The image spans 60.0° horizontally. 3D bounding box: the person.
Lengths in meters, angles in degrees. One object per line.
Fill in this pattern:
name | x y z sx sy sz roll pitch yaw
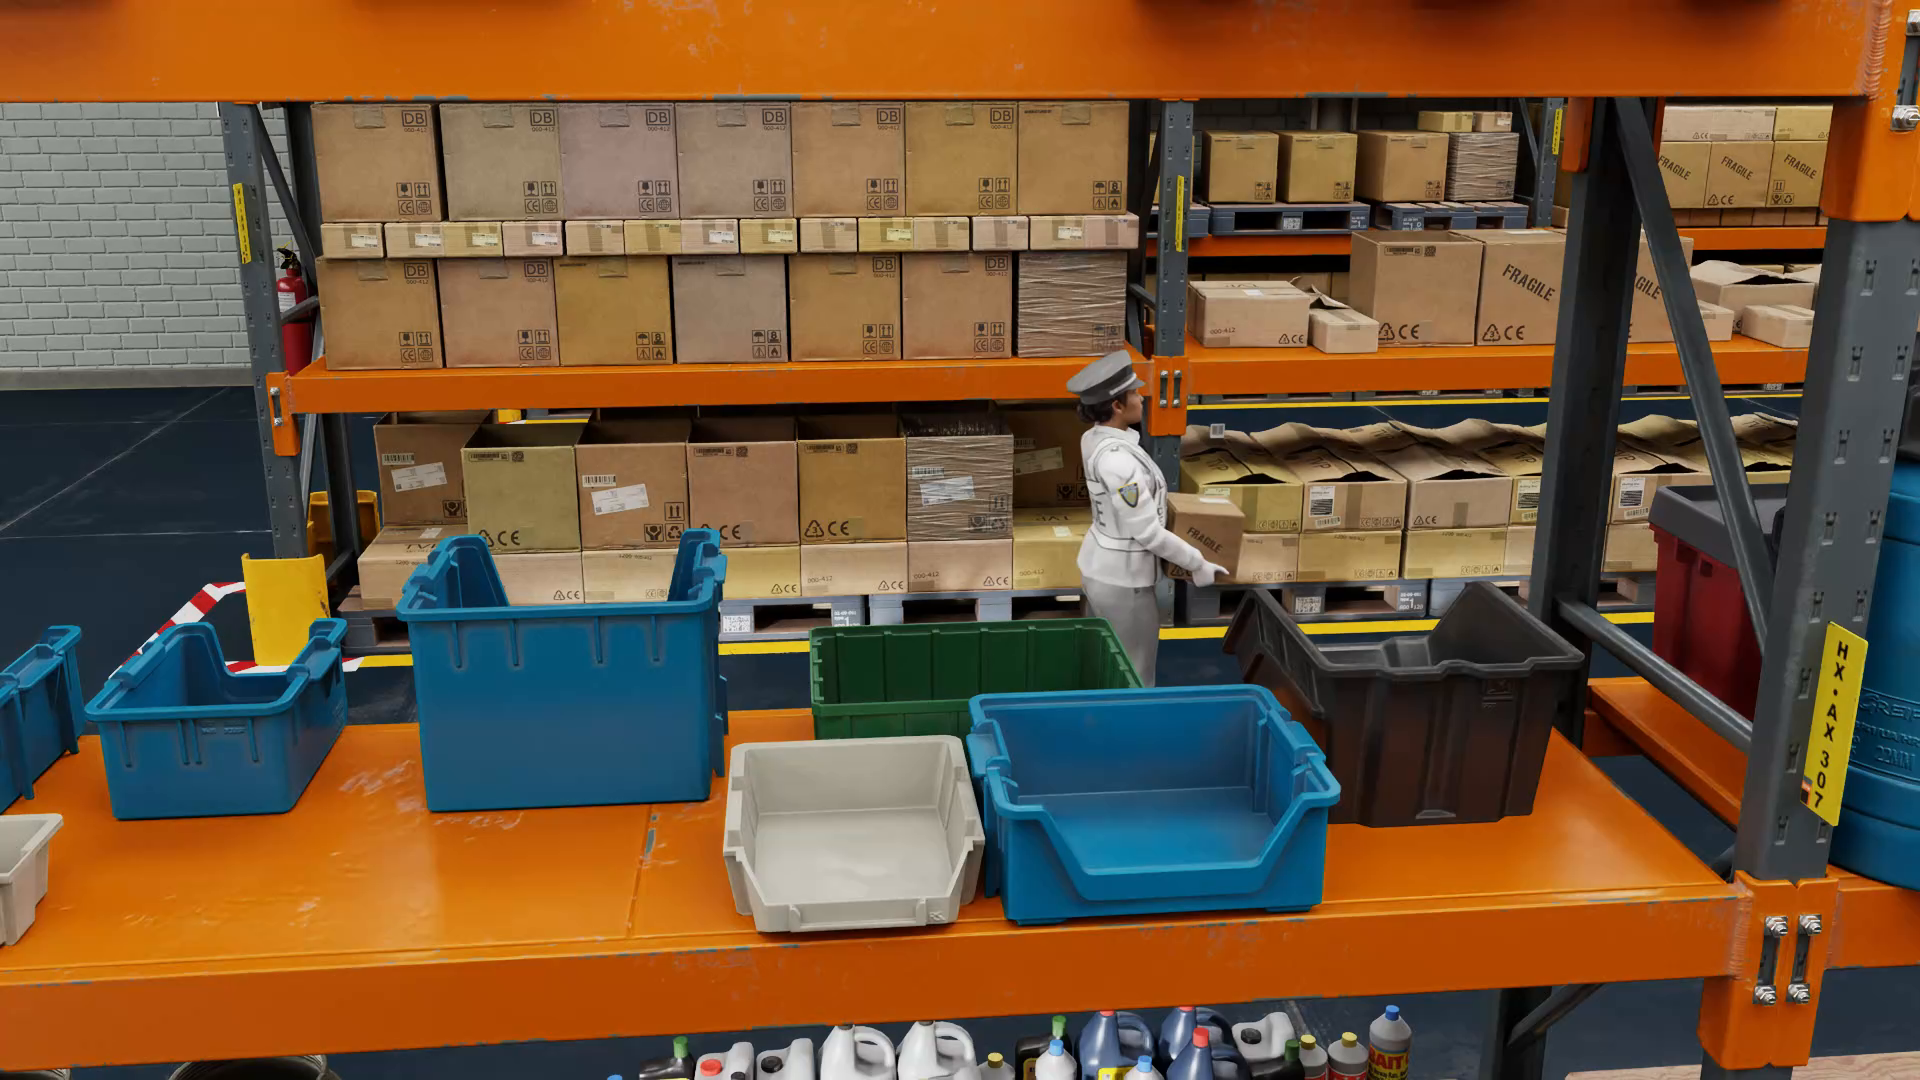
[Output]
person | 0.655 0.151 5.996 0.563 1.686 0.461 -2 17 -5
